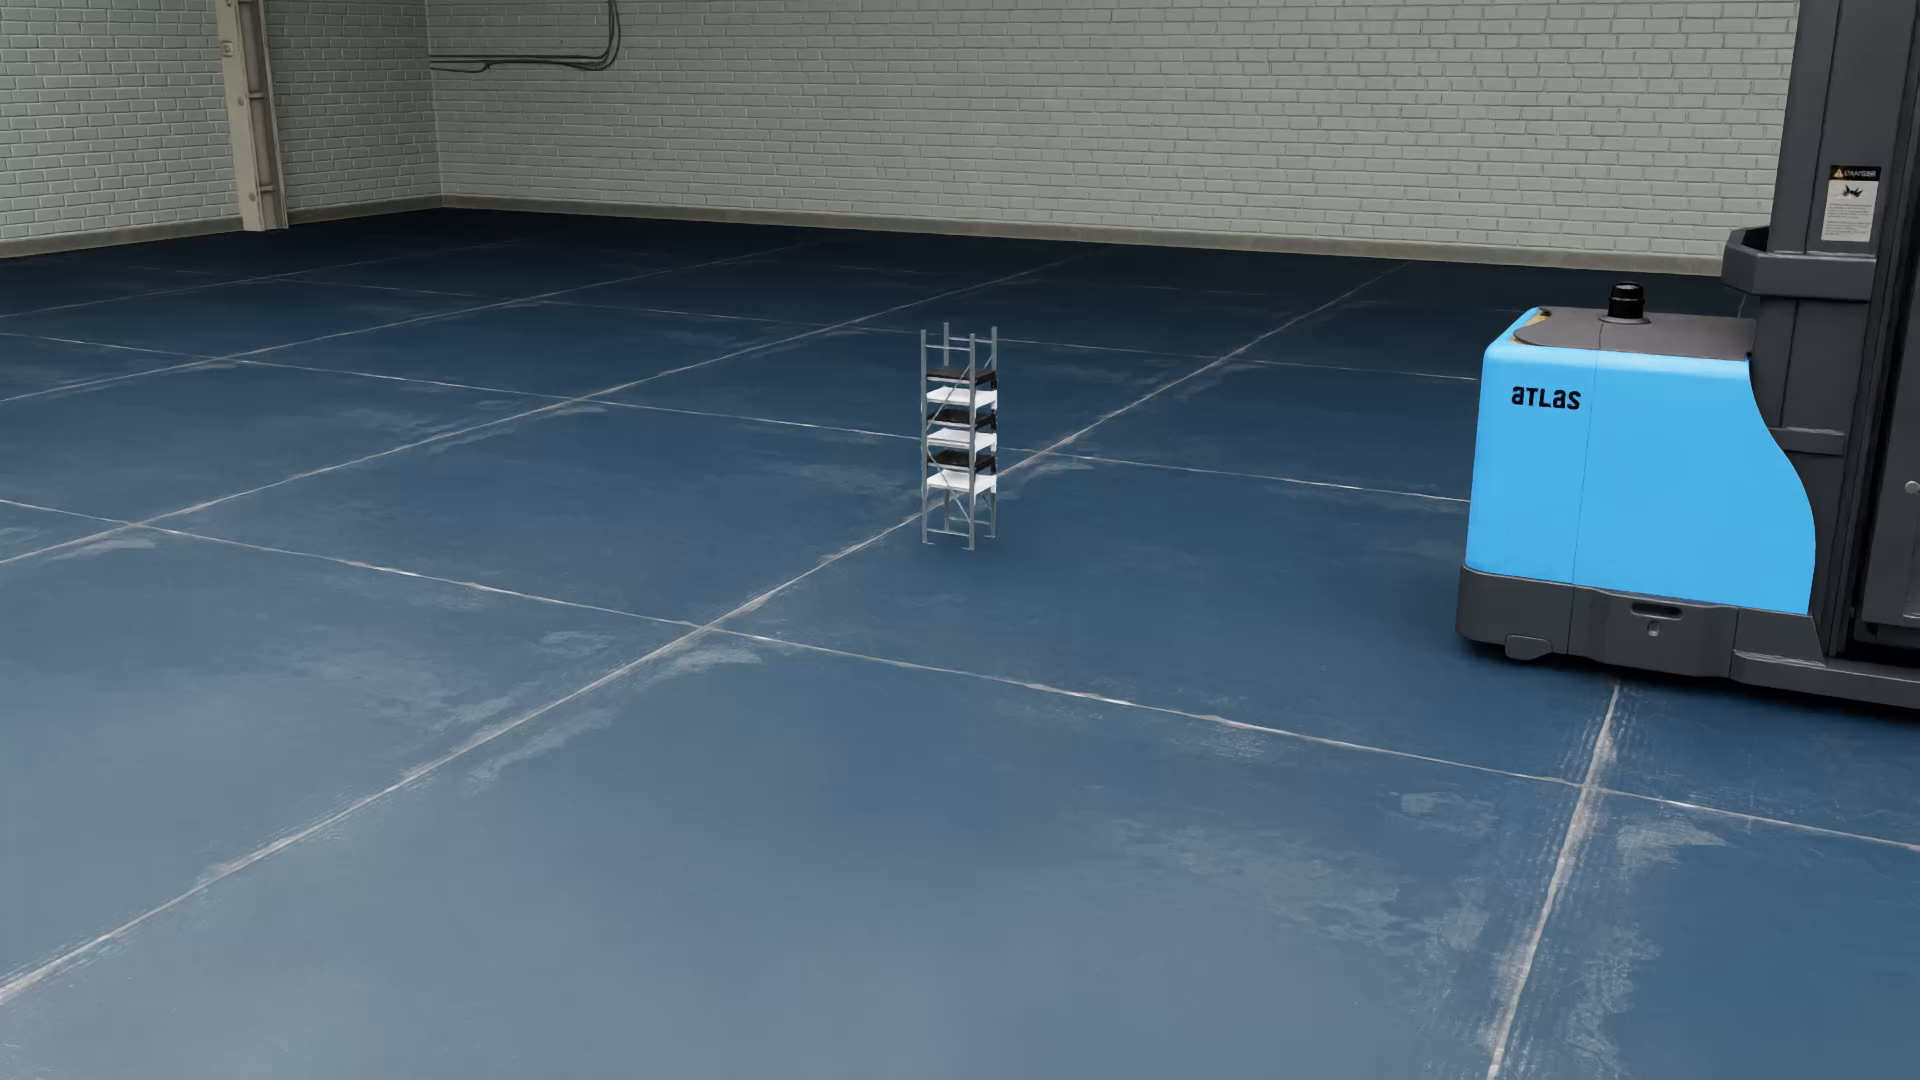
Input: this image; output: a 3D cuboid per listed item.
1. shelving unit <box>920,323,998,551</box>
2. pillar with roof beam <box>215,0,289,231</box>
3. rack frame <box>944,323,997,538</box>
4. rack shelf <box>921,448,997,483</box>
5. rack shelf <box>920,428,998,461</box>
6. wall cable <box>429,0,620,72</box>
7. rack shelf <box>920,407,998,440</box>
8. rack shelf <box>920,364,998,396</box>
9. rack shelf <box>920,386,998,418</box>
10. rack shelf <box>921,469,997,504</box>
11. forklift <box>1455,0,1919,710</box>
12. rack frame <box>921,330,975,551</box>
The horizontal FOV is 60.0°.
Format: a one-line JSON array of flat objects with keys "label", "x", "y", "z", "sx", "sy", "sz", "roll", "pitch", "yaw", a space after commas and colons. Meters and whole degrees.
[{"label": "shelving unit", "x": -0.004, "y": -0.429, "z": 6.889, "sx": 0.258, "sy": 0.900, "sz": 0.210, "roll": 8, "pitch": 18, "yaw": 25}, {"label": "pillar with roof beam", "x": -4.066, "y": -7.312, "z": 15.837, "sx": 9.100, "sy": 9.000, "sz": 0.400, "roll": 8, "pitch": 18, "yaw": 25}, {"label": "rack frame", "x": 0.042, "y": -0.455, "z": 6.976, "sx": 0.240, "sy": 0.900, "sz": 0.006, "roll": 8, "pitch": 18, "yaw": 25}, {"label": "rack shelf", "x": -0.004, "y": -0.311, "z": 6.924, "sx": 0.258, "sy": 0.077, "sz": 0.200, "roll": 8, "pitch": 18, "yaw": 25}, {"label": "rack shelf", "x": -0.004, "y": -0.397, "z": 6.899, "sx": 0.258, "sy": 0.077, "sz": 0.200, "roll": 8, "pitch": 18, "yaw": 25}, {"label": "wall cable", "x": -5.418, "y": -6.953, "z": 20.083, "sx": 3.097, "sy": 2.526, "sz": 0.112, "roll": 8, "pitch": 18, "yaw": 25}, {"label": "rack shelf", "x": -0.004, "y": -0.484, "z": 6.873, "sx": 0.258, "sy": 0.077, "sz": 0.200, "roll": 8, "pitch": 18, "yaw": 25}, {"label": "rack shelf", "x": -0.004, "y": -0.656, "z": 6.822, "sx": 0.258, "sy": 0.077, "sz": 0.200, "roll": 8, "pitch": 18, "yaw": 25}, {"label": "rack shelf", "x": -0.004, "y": -0.570, "z": 6.848, "sx": 0.258, "sy": 0.077, "sz": 0.200, "roll": 8, "pitch": 18, "yaw": 25}, {"label": "rack shelf", "x": -0.004, "y": -0.225, "z": 6.950, "sx": 0.258, "sy": 0.077, "sz": 0.200, "roll": 8, "pitch": 18, "yaw": 25}, {"label": "forklift", "x": 3.256, "y": -0.948, "z": 5.068, "sx": 3.031, "sy": 2.935, "sz": 1.130, "roll": 8, "pitch": 18, "yaw": 25}, {"label": "rack frame", "x": -0.049, "y": -0.403, "z": 6.802, "sx": 0.240, "sy": 0.900, "sz": 0.006, "roll": 8, "pitch": 18, "yaw": 25}]
